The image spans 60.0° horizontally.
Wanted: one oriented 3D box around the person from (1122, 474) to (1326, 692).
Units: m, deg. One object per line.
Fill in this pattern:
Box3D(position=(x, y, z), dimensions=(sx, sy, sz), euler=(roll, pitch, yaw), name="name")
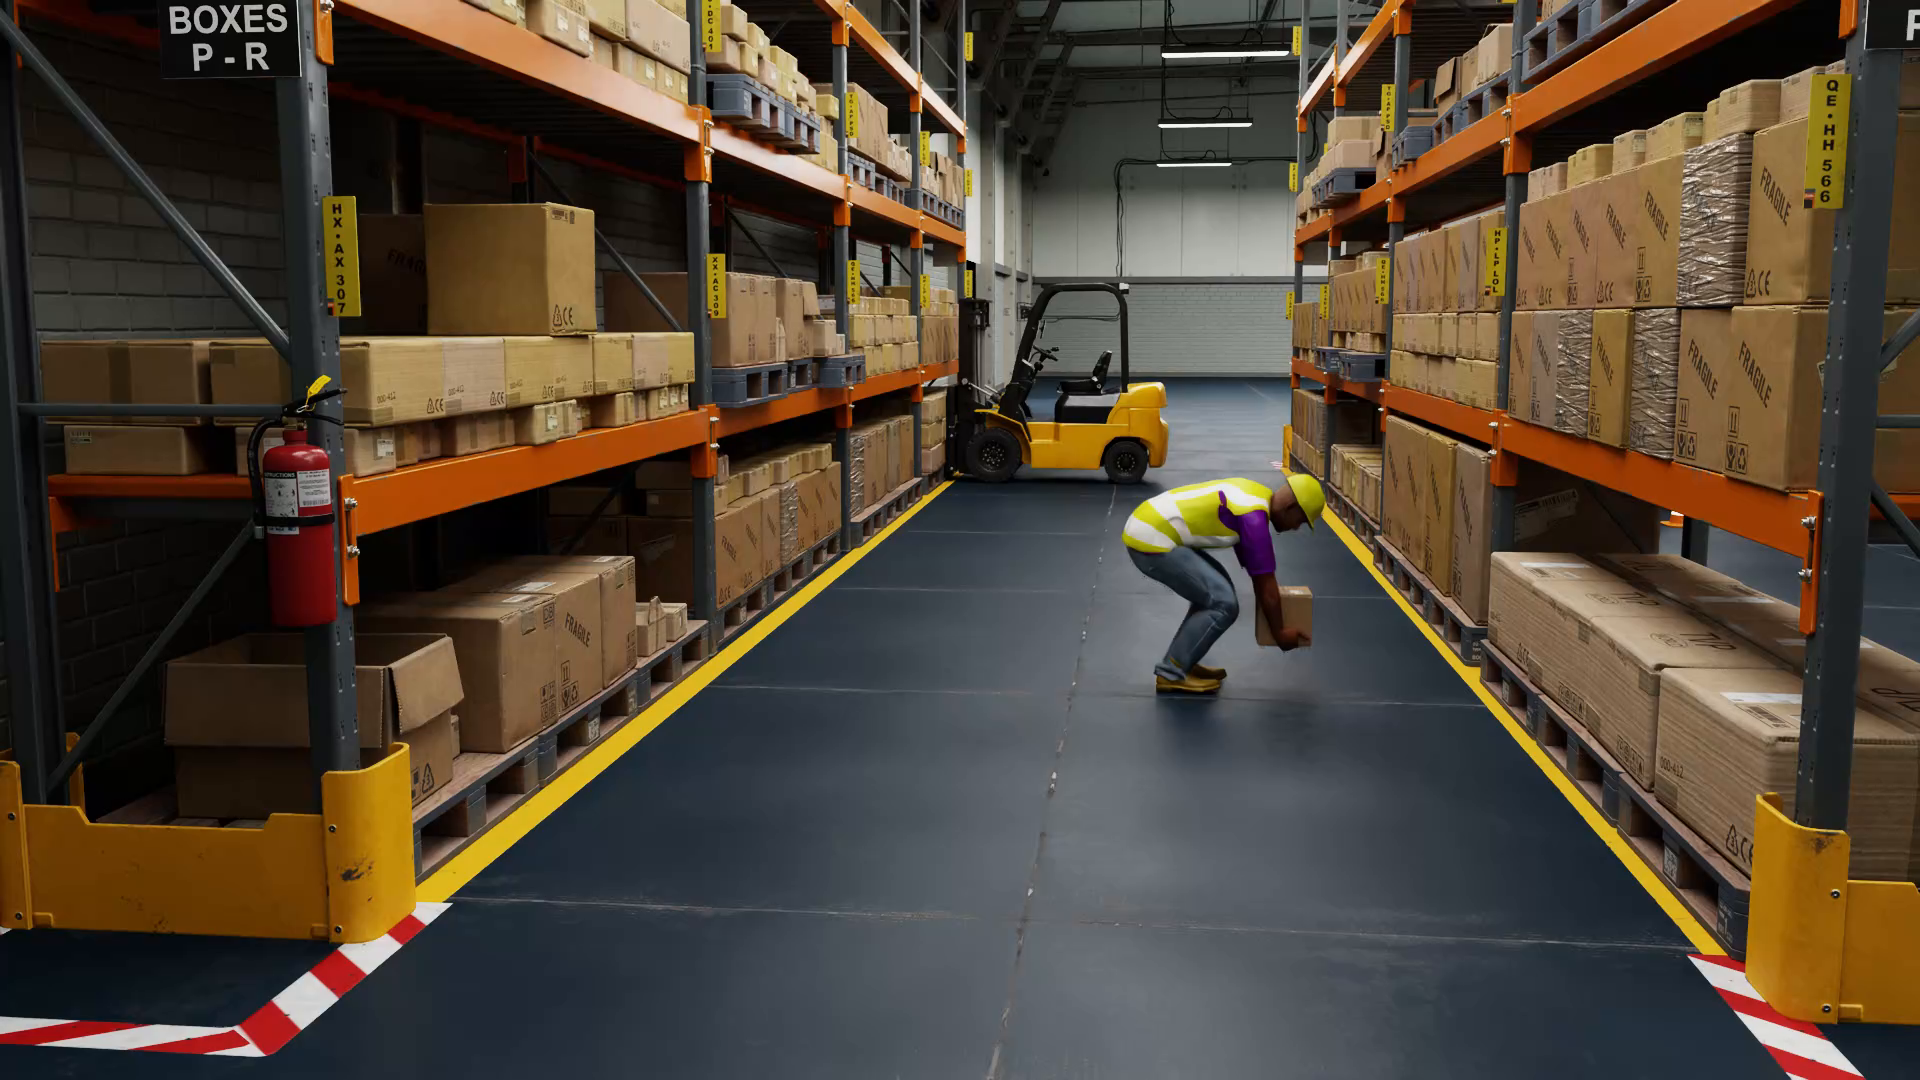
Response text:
Box3D(position=(1.264, 0.195, 8.017), dimensions=(0.963, 1.034, 0.526), euler=(0, 8, 4), name="person")
